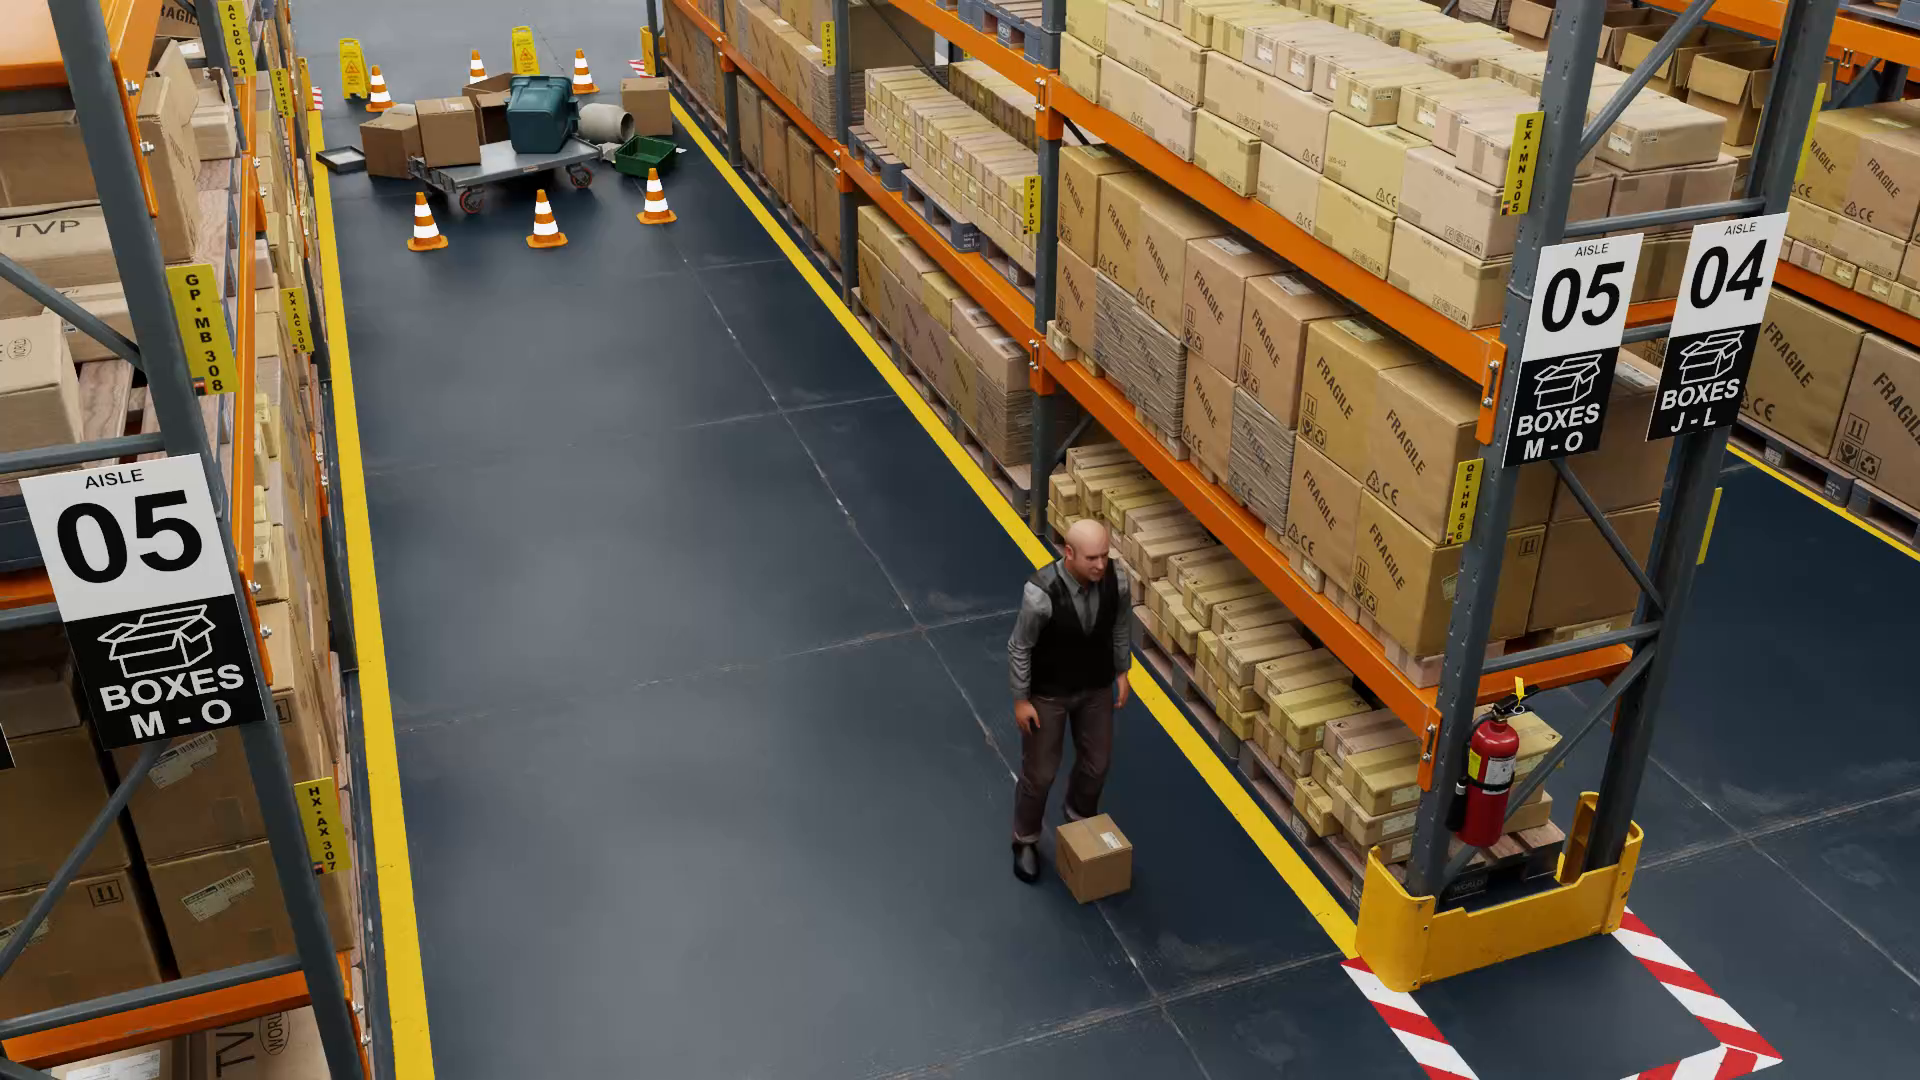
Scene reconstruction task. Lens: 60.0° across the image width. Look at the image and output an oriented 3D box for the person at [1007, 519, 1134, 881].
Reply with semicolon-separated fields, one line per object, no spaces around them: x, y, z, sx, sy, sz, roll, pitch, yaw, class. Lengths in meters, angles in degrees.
0.471;0.646;7.233;0.594;1.722;0.414;-12;32;-21;person
